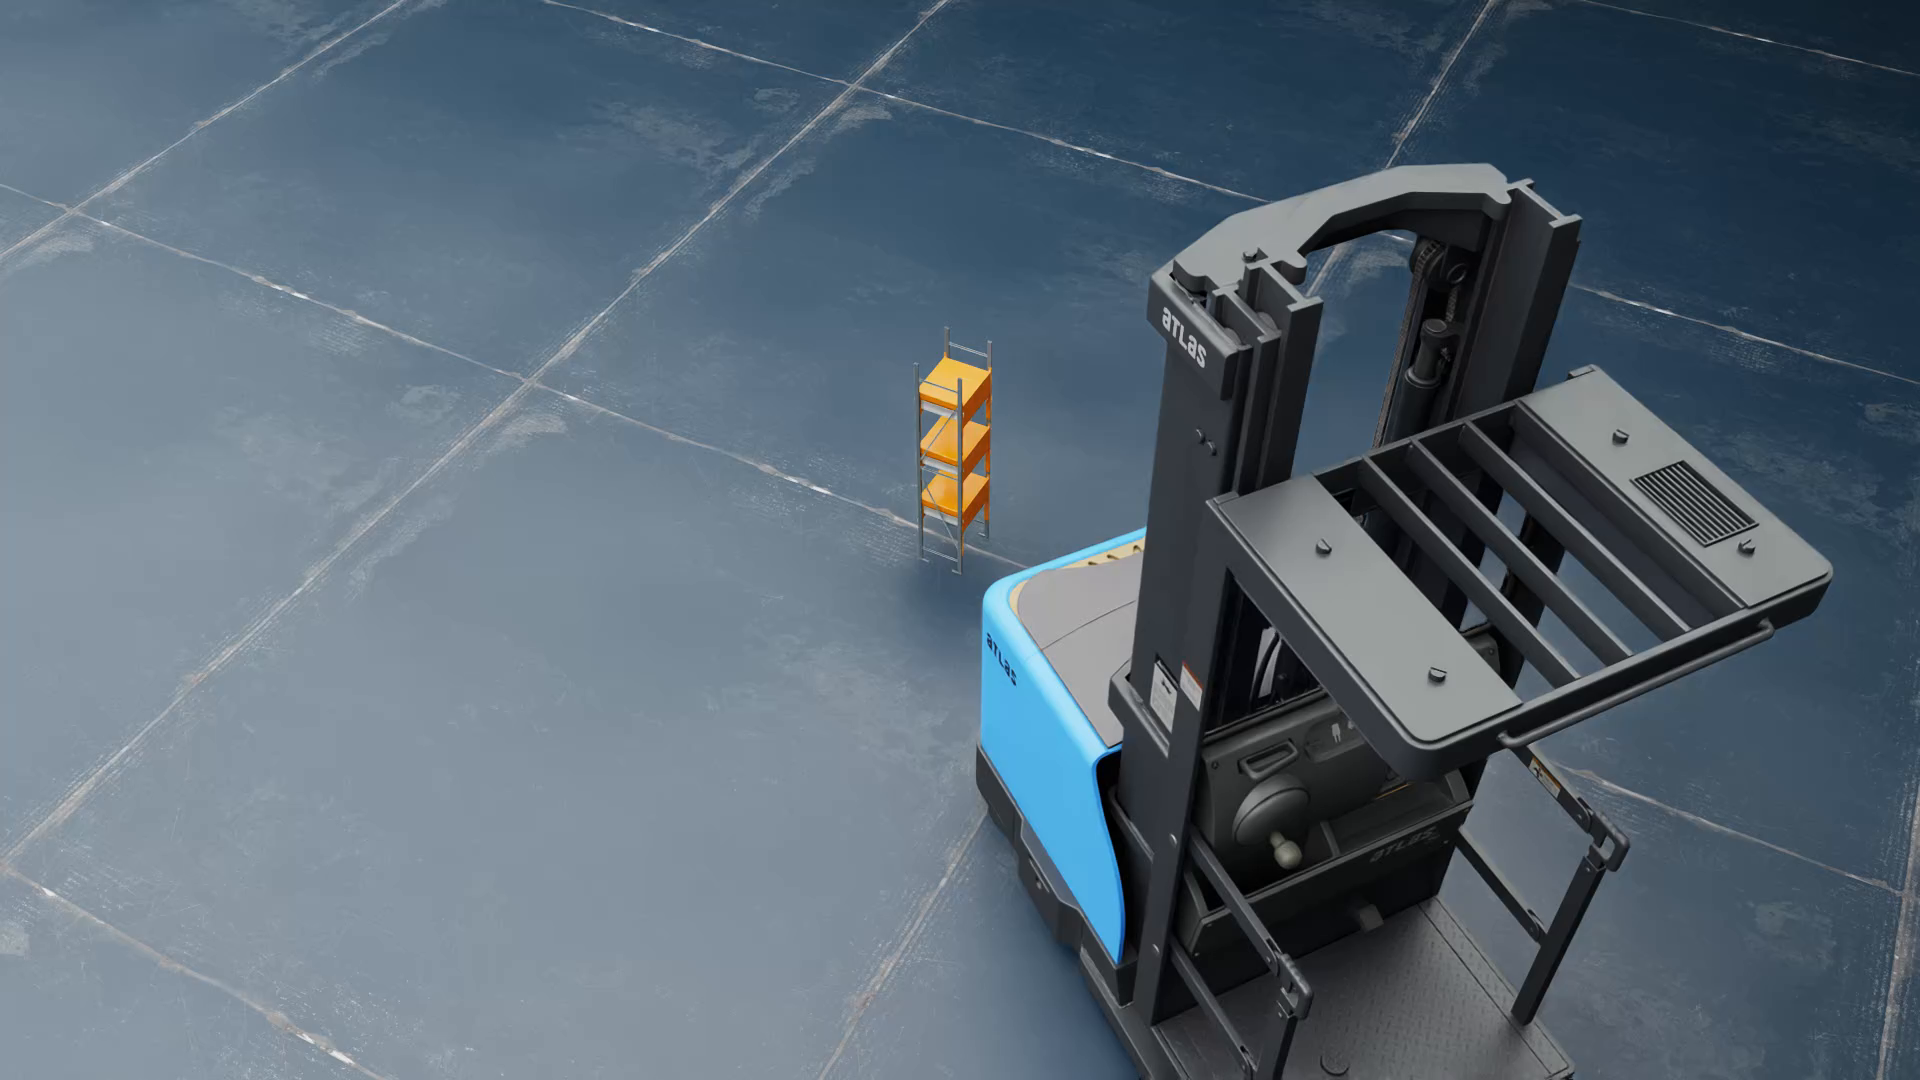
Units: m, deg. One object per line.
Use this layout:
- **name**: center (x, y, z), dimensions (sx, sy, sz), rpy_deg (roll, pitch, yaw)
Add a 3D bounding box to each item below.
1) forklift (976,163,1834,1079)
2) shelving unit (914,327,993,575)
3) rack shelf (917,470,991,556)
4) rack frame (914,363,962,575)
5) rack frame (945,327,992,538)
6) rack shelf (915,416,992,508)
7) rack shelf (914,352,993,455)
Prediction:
- **forklift**: center (1.154, 0.664, 4.313), dimensions (1.130, 2.935, 3.031), rpy_deg (-19, 48, -18)
- **shelving unit**: center (-0.025, -0.335, 6.623), dimensions (0.215, 1.050, 0.252), rpy_deg (20, 49, 19)
- **rack shelf**: center (-0.025, -0.133, 6.828), dimensions (0.215, 0.259, 0.240), rpy_deg (20, 49, 19)
- **rack frame**: center (-0.081, -0.258, 6.547), dimensions (0.200, 1.050, 0.008), rpy_deg (20, 49, 19)
- **rack frame**: center (0.032, -0.412, 6.699), dimensions (0.200, 1.050, 0.008), rpy_deg (20, 49, 19)
- **rack shelf**: center (-0.025, -0.328, 6.631), dimensions (0.215, 0.259, 0.240), rpy_deg (20, 49, 19)
- **rack shelf**: center (-0.025, -0.527, 6.429), dimensions (0.215, 0.259, 0.240), rpy_deg (20, 49, 19)
